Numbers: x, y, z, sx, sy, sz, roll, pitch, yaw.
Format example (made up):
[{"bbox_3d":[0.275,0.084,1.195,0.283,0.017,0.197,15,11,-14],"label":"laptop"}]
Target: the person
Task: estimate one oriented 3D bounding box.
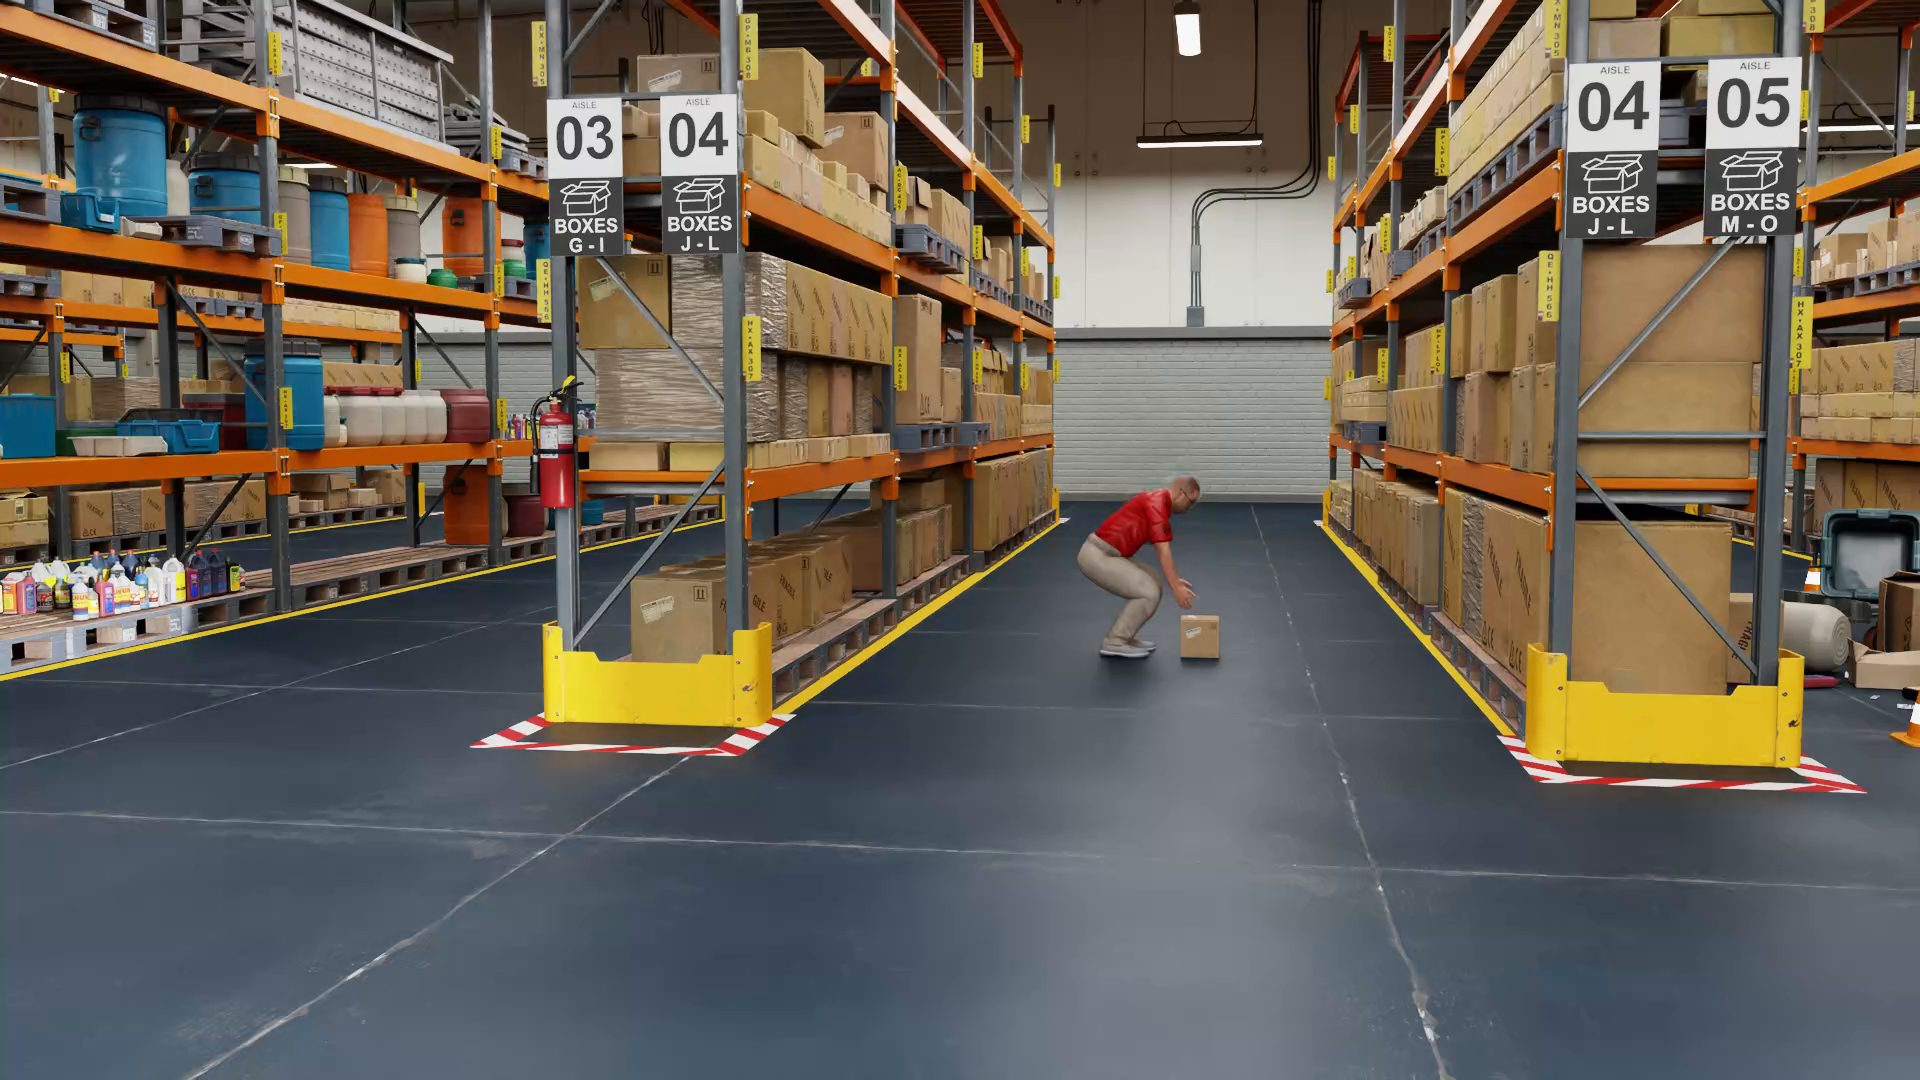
[{"bbox_3d":[1.191,0.129,11.098,0.805,1.131,0.580,1,4,9],"label":"person"}]
